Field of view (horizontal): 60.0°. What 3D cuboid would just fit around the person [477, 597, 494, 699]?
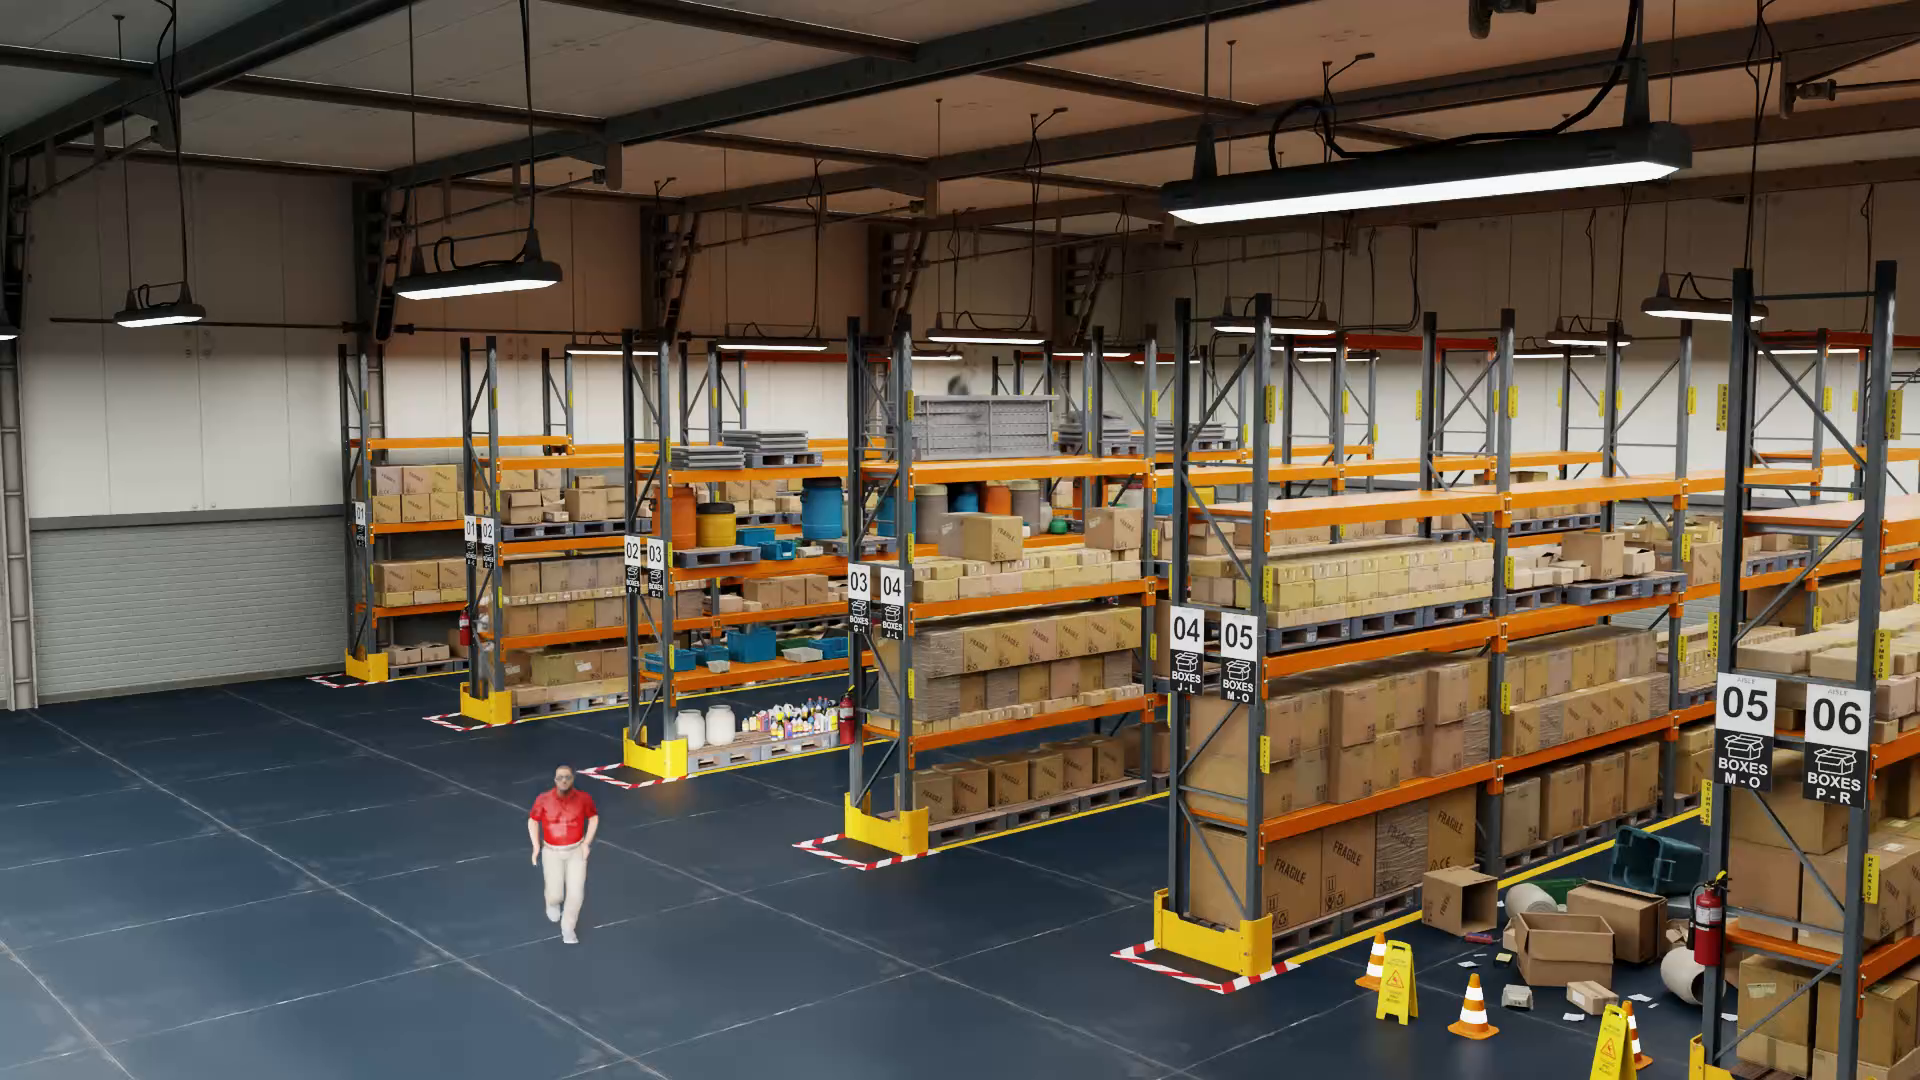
[{"bbox_3d":[-7.879,1.818,27.770,0.719,1.754,0.665,-4,7,-39],"label":"person"}]

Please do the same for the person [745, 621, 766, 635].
[{"bbox_3d":[-3.892,1.539,31.831,0.503,1.559,0.493,5,7,44],"label":"person"}]

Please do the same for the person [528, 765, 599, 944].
[{"bbox_3d":[-3.728,2.938,15.680,0.649,1.671,0.635,-2,5,-17],"label":"person"}]
